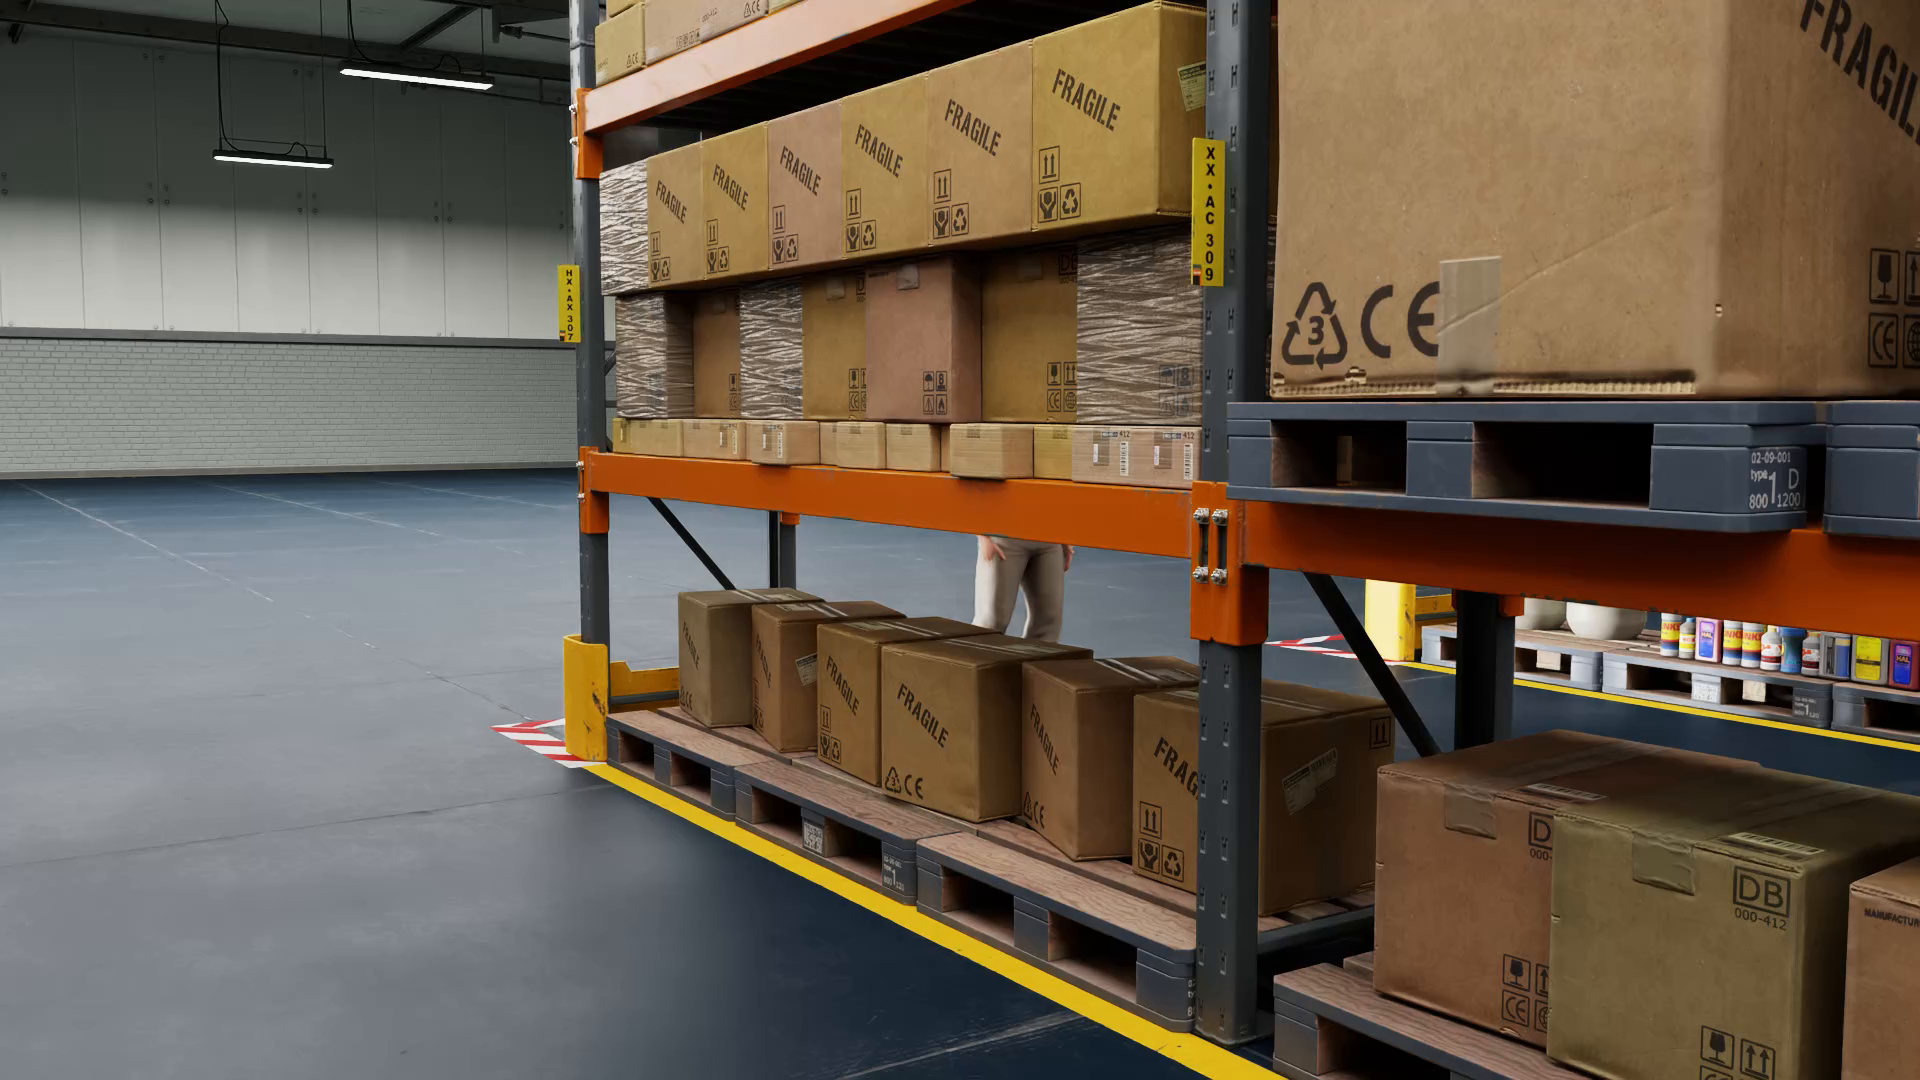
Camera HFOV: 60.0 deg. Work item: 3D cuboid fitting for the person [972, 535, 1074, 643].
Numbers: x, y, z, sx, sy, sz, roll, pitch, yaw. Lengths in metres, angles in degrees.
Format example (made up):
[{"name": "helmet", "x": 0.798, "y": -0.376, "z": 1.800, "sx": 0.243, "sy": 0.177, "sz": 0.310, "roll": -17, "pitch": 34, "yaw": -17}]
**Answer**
[{"name": "person", "x": 0.304, "y": 0.034, "z": 7.927, "sx": 0.535, "sy": 1.793, "sz": 0.435, "roll": -3, "pitch": 6, "yaw": -33}]
